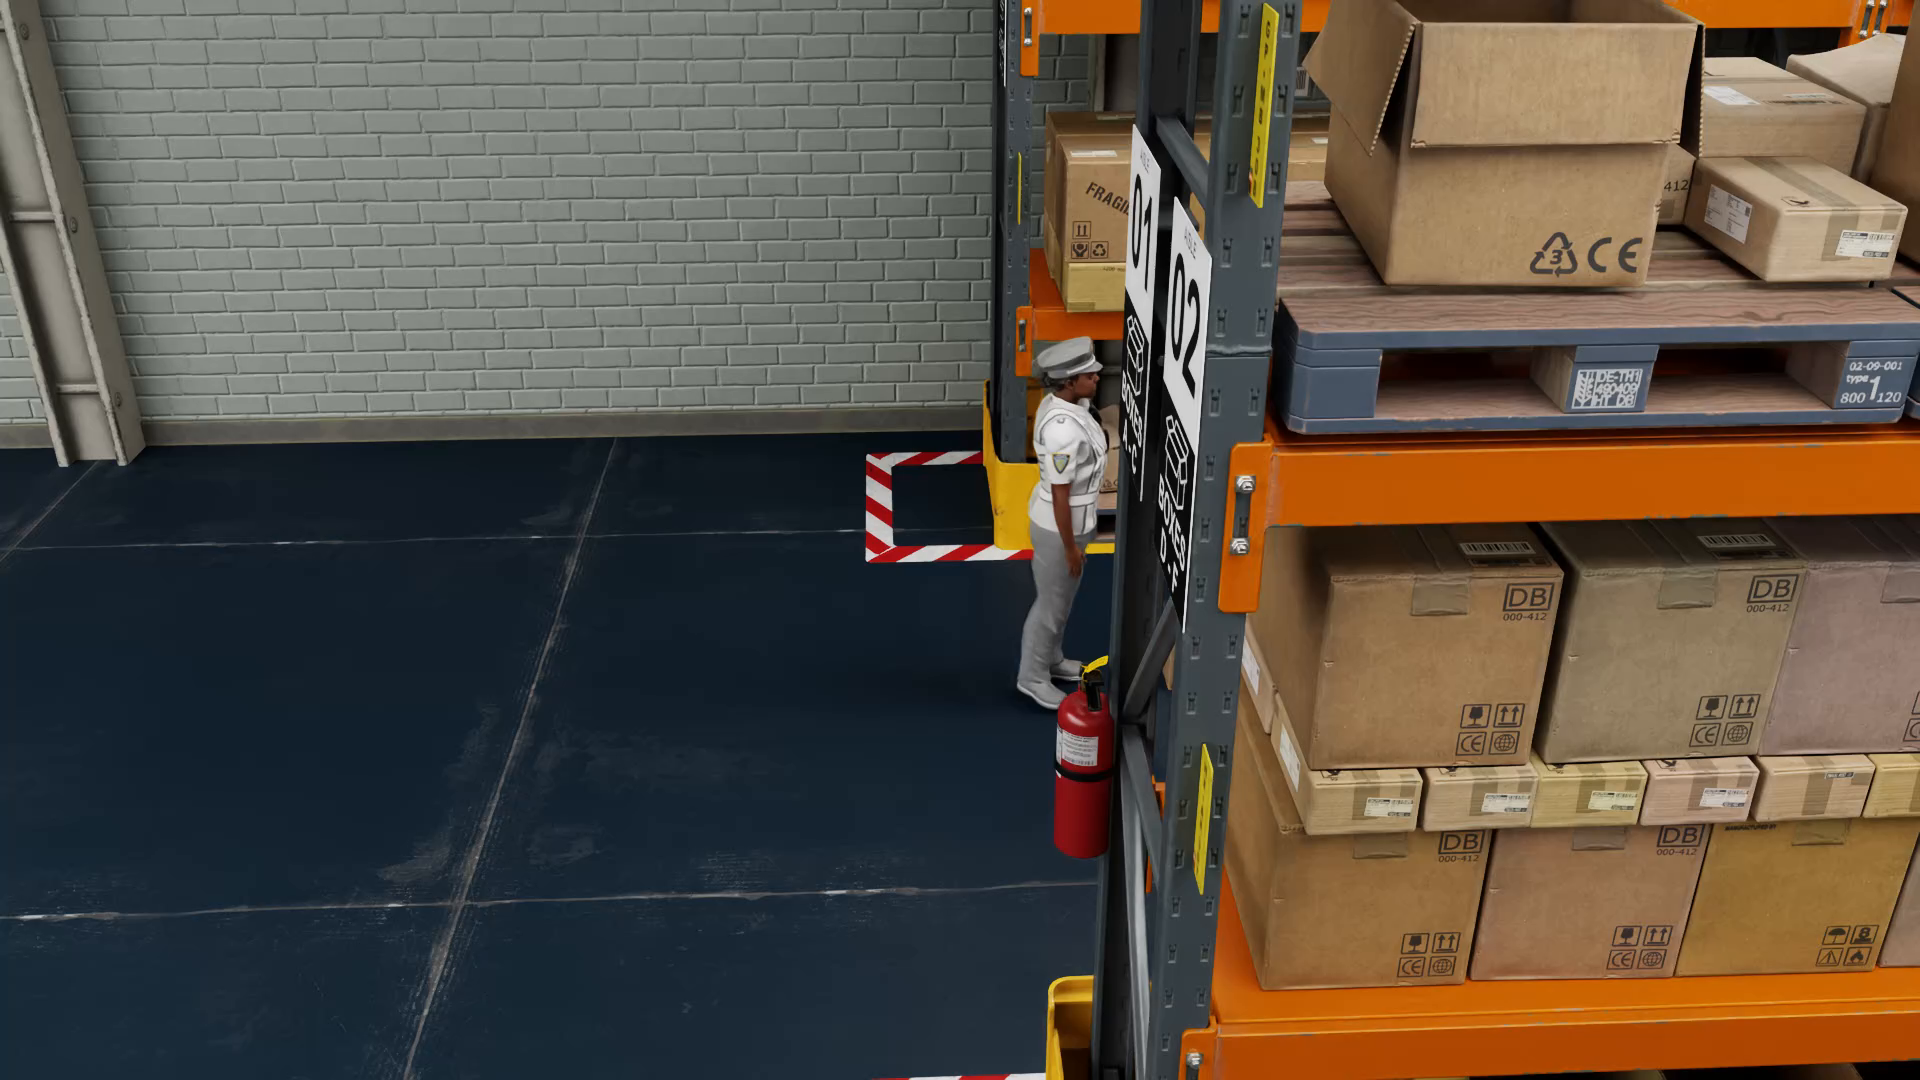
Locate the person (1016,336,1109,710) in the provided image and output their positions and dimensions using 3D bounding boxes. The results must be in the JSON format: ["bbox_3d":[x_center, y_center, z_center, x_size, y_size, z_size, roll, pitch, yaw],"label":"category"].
[{"bbox_3d":[0.446,-0.081,7.205,0.368,1.685,0.475,3,28,6],"label":"person"}]
